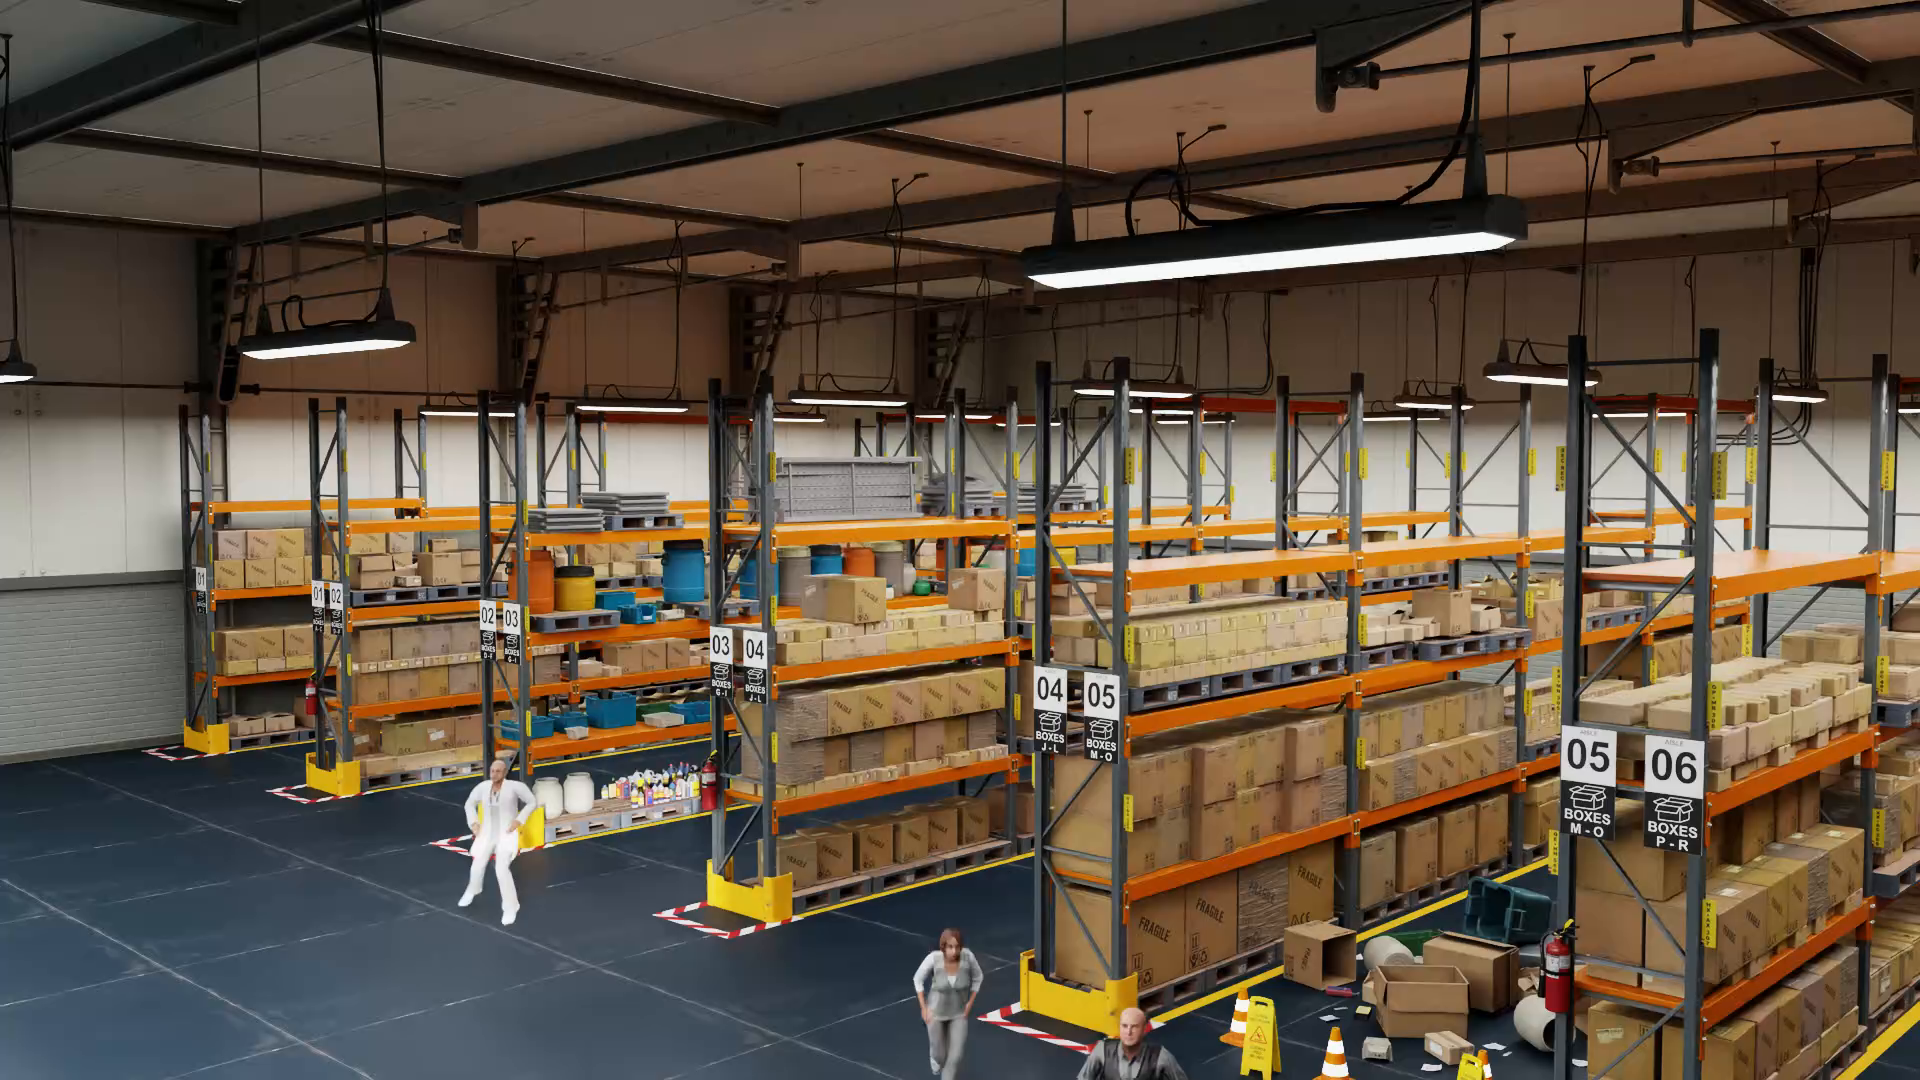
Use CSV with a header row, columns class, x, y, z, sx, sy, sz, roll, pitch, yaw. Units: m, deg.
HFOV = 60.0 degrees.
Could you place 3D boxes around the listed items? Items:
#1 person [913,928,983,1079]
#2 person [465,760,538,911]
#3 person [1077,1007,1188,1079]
class,x,y,z,sx,sy,sz,roll,pitch,yaw
person,-0.109,3.732,13.065,0.539,1.545,0.808,-1,3,-13
person,-5.162,3.257,18.575,0.872,1.636,0.719,0,3,2
person,1.079,3.785,10.609,0.670,1.720,0.786,0,3,3
